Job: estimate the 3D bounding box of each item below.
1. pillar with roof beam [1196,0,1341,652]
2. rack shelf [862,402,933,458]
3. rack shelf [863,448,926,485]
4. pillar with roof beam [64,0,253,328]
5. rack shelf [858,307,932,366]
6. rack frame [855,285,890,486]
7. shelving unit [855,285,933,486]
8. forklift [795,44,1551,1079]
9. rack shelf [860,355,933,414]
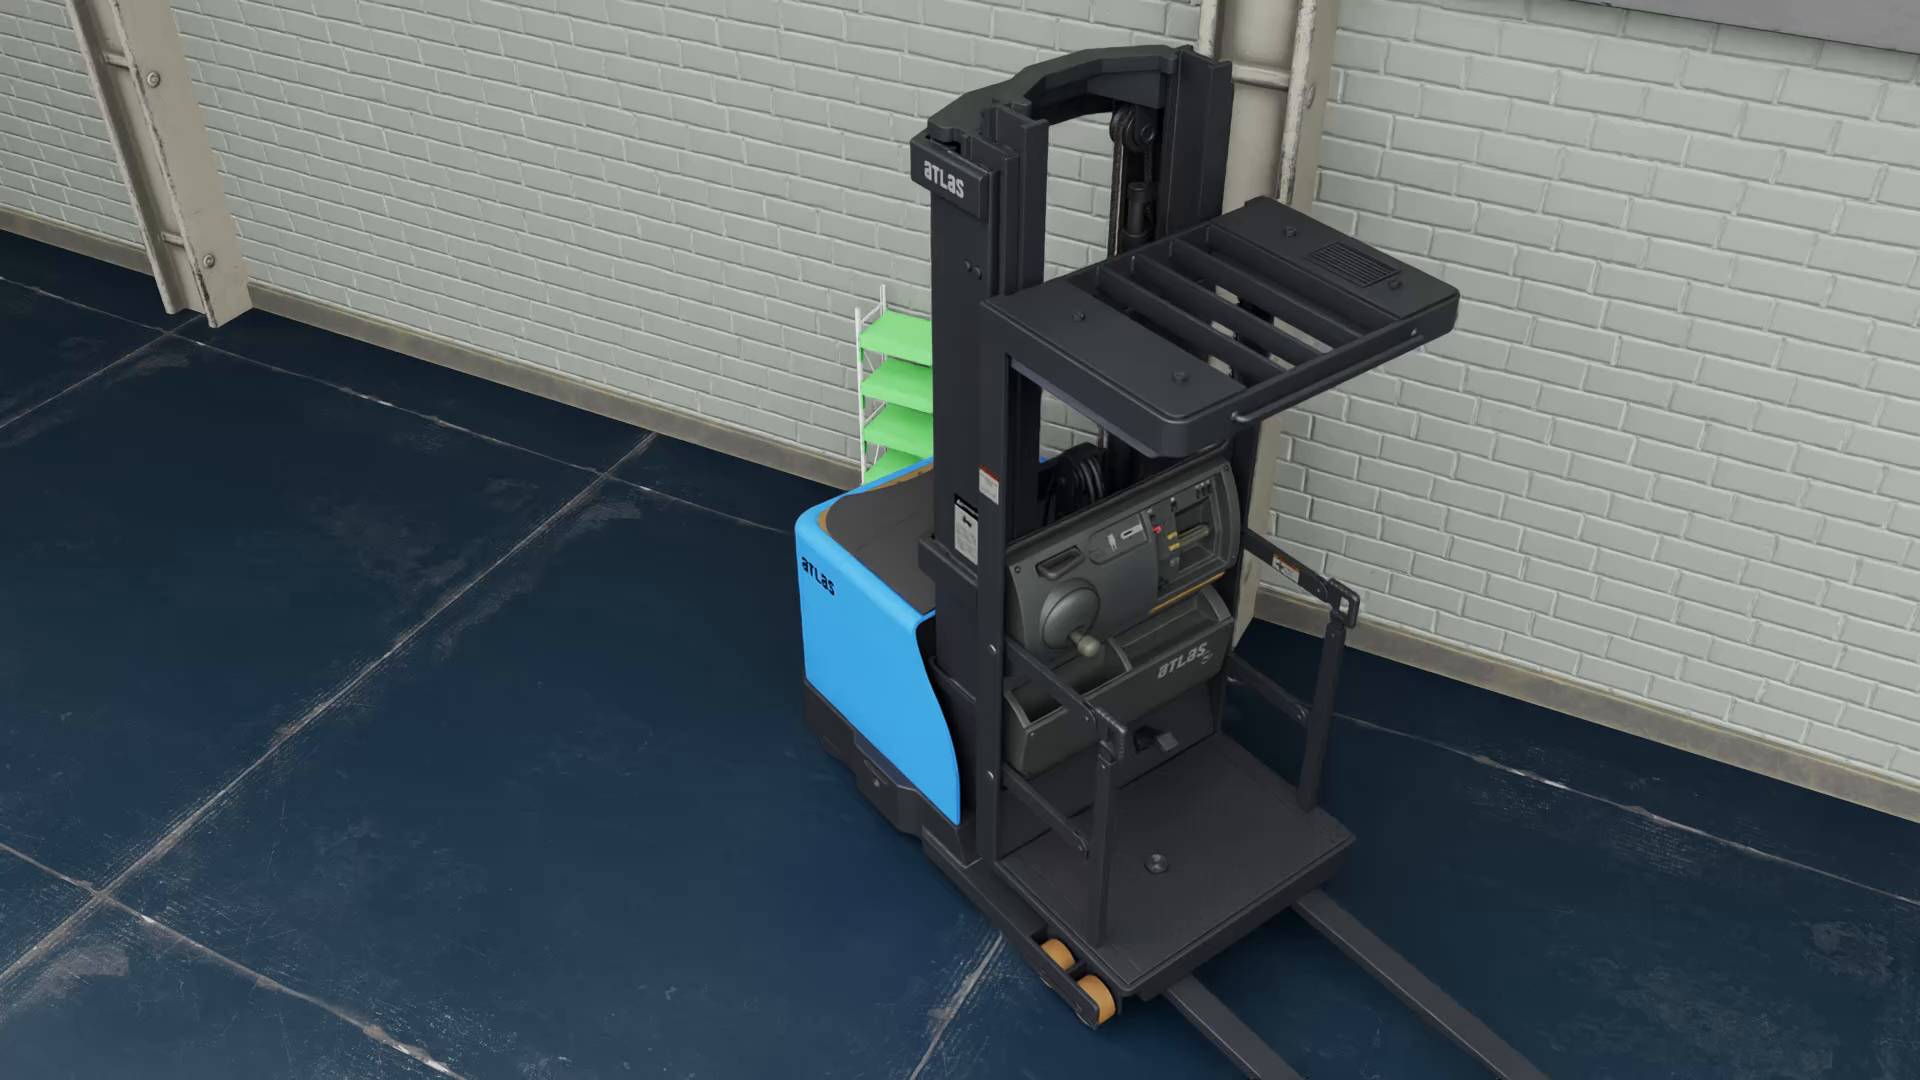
[{"bbox_3d":[-0.924,-0.928,1.530,0.400,9.000,9.100,17,41,21],"label":"pillar with roof beam"},{"bbox_3d":[-0.169,-0.447,7.451,0.480,0.148,0.258,17,40,21],"label":"rack shelf"},{"bbox_3d":[-0.169,-0.255,7.595,0.480,0.148,0.258,17,40,21],"label":"rack shelf"},{"bbox_3d":[-6.252,-2.596,3.728,0.400,9.000,9.100,17,41,21],"label":"pillar with roof beam"},{"bbox_3d":[-0.168,-0.830,7.162,0.480,0.148,0.258,17,40,21],"label":"rack shelf"},{"bbox_3d":[-0.386,-0.565,7.500,0.015,1.200,0.240,17,40,21],"label":"rack frame"},{"bbox_3d":[-0.169,-0.498,7.413,0.503,1.200,0.258,17,40,21],"label":"shelving unit"},{"bbox_3d":[0.670,0.124,5.163,1.130,2.935,3.031,-25,44,-29],"label":"forklift"},{"bbox_3d":[-0.168,-0.639,7.307,0.480,0.148,0.258,17,40,21],"label":"rack shelf"}]
